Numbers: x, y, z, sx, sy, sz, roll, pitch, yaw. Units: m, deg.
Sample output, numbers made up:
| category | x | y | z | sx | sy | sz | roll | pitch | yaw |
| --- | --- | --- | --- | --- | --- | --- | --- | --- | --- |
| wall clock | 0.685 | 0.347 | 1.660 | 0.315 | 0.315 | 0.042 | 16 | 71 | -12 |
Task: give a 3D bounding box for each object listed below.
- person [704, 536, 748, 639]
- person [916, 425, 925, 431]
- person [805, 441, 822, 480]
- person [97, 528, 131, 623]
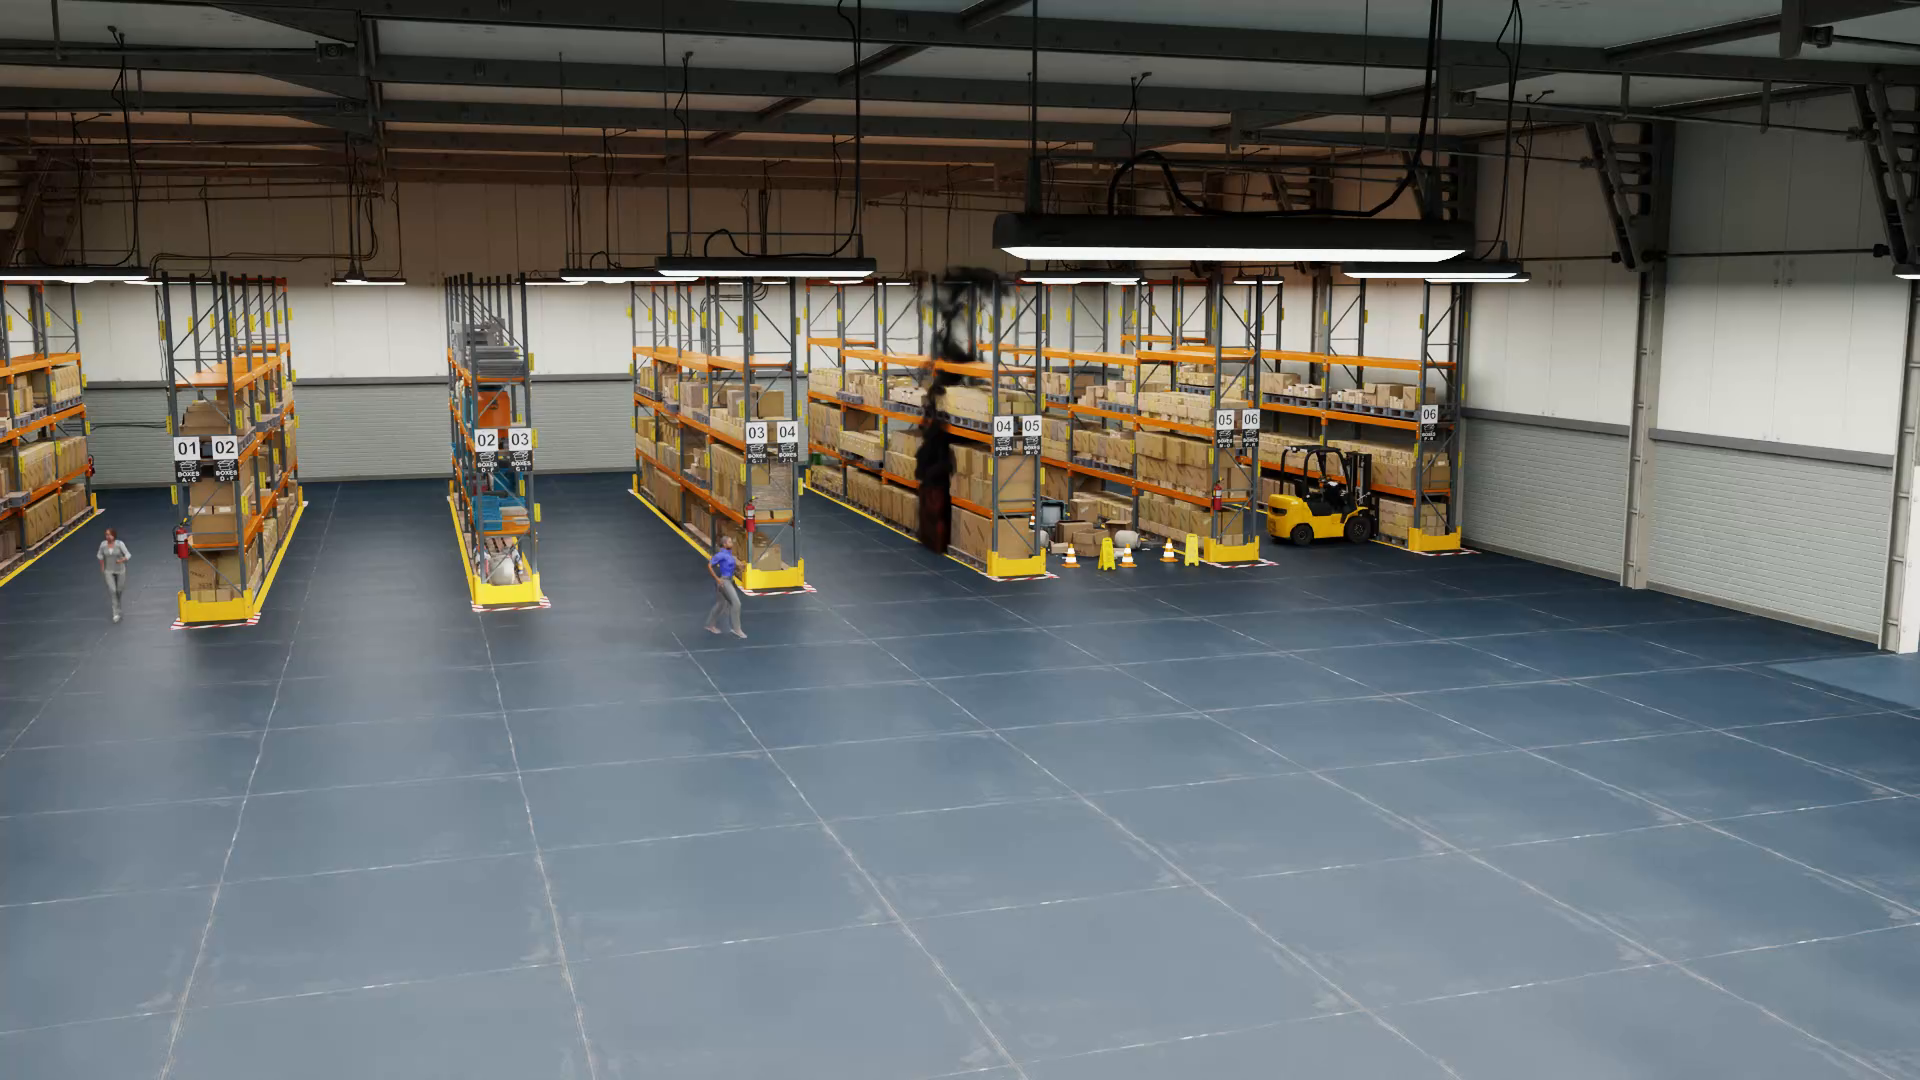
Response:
| category | x | y | z | sx | sy | sz | roll | pitch | yaw |
| --- | --- | --- | --- | --- | --- | --- | --- | --- | --- |
| person | -3.868 | 0.774 | 27.445 | 0.727 | 1.708 | 0.563 | 0 | 9 | 2 |
| person | -1.273 | -2.769 | 50.904 | 0.559 | 1.630 | 0.565 | -2 | 9 | -15 |
| person | -4.254 | -2.623 | 49.769 | 0.722 | 1.771 | 0.800 | -2 | 9 | -14 |
| person | -14.718 | 0.582 | 28.971 | 0.526 | 1.606 | 0.815 | -4 | 10 | -25 |
